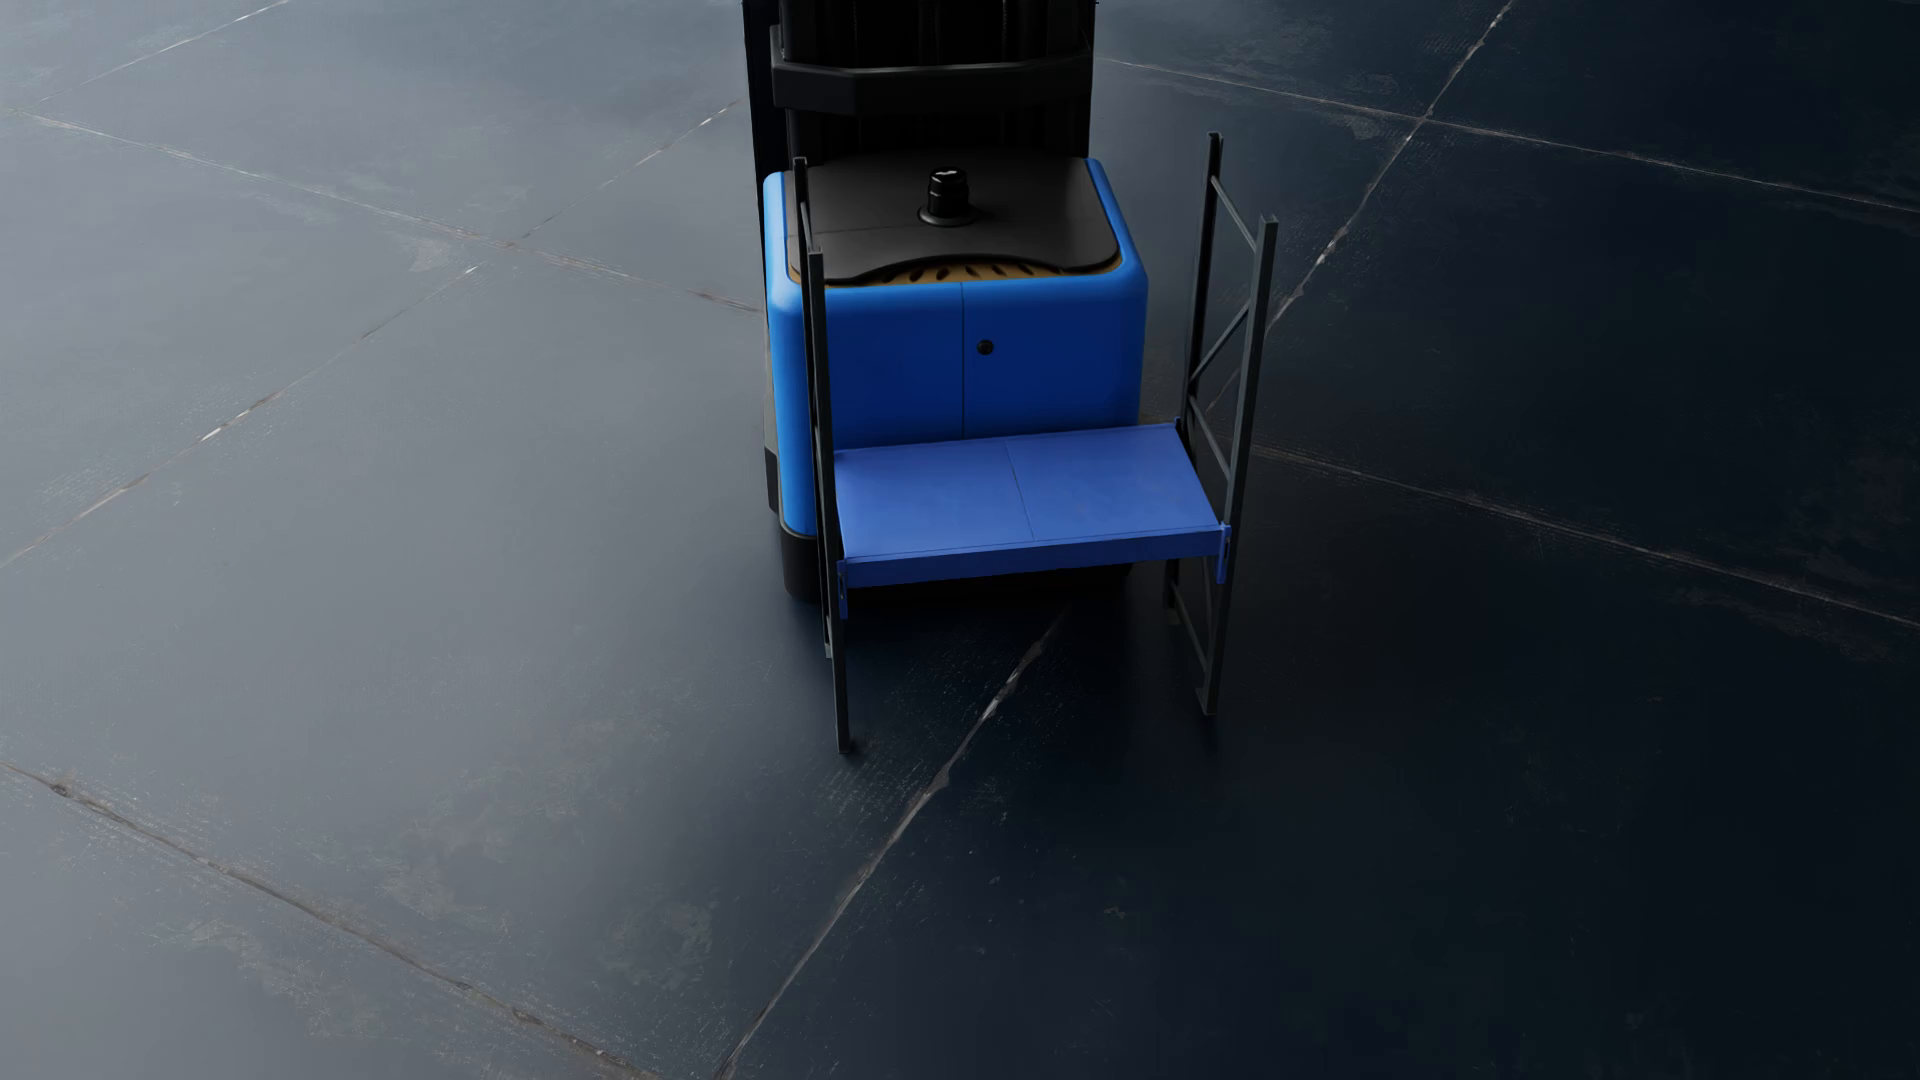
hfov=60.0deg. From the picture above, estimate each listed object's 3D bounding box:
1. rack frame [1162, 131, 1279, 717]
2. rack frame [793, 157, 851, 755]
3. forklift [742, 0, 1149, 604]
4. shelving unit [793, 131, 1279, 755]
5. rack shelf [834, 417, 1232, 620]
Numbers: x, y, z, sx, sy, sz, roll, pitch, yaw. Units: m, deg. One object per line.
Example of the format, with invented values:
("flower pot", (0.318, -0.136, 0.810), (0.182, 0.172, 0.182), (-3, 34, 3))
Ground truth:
("rack frame", (0.658, -0.258, 4.349), (0.032, 1.500, 0.500), (-5, 38, -7))
("rack frame", (-0.348, -0.168, 4.231), (0.032, 1.500, 0.500), (-5, 38, -7))
("forklift", (-0.153, -1.860, 5.276), (1.130, 2.935, 3.031), (-4, 37, -5))
("shelving unit", (0.155, -0.213, 4.290), (1.048, 1.500, 0.538), (-5, 38, -7))
("rack shelf", (0.155, -0.070, 4.399), (1.000, 0.185, 0.538), (-5, 38, -7))
